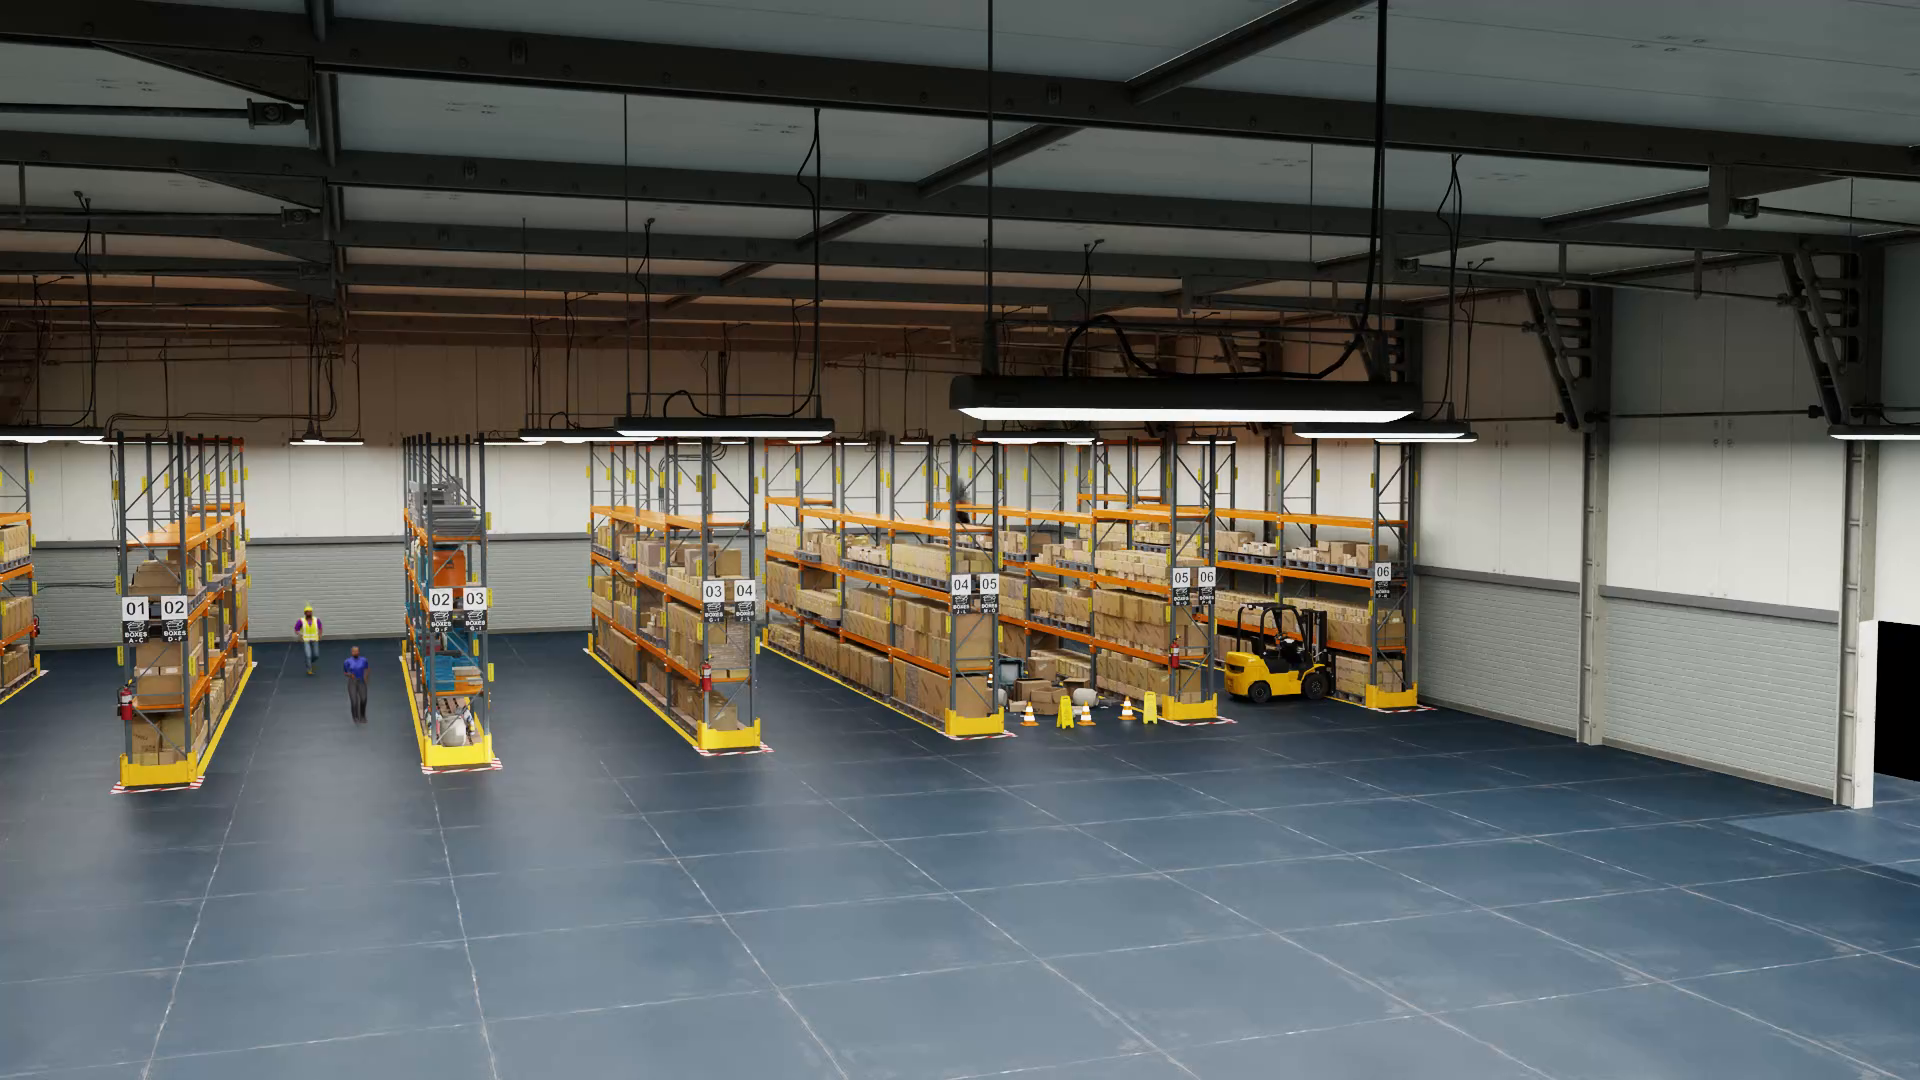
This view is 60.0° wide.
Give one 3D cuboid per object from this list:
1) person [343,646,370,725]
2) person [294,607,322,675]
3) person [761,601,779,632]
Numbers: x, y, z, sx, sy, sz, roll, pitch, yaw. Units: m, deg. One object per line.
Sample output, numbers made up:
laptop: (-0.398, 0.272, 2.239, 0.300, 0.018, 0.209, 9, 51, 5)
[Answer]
person: (-12.428, 3.007, 34.292, 0.548, 1.662, 0.681, -2, 4, -26)
person: (-16.406, 2.539, 41.939, 0.696, 1.716, 0.603, -2, 4, -33)
person: (-5.570, 2.148, 49.780, 0.778, 1.666, 0.579, -2, 4, -32)
